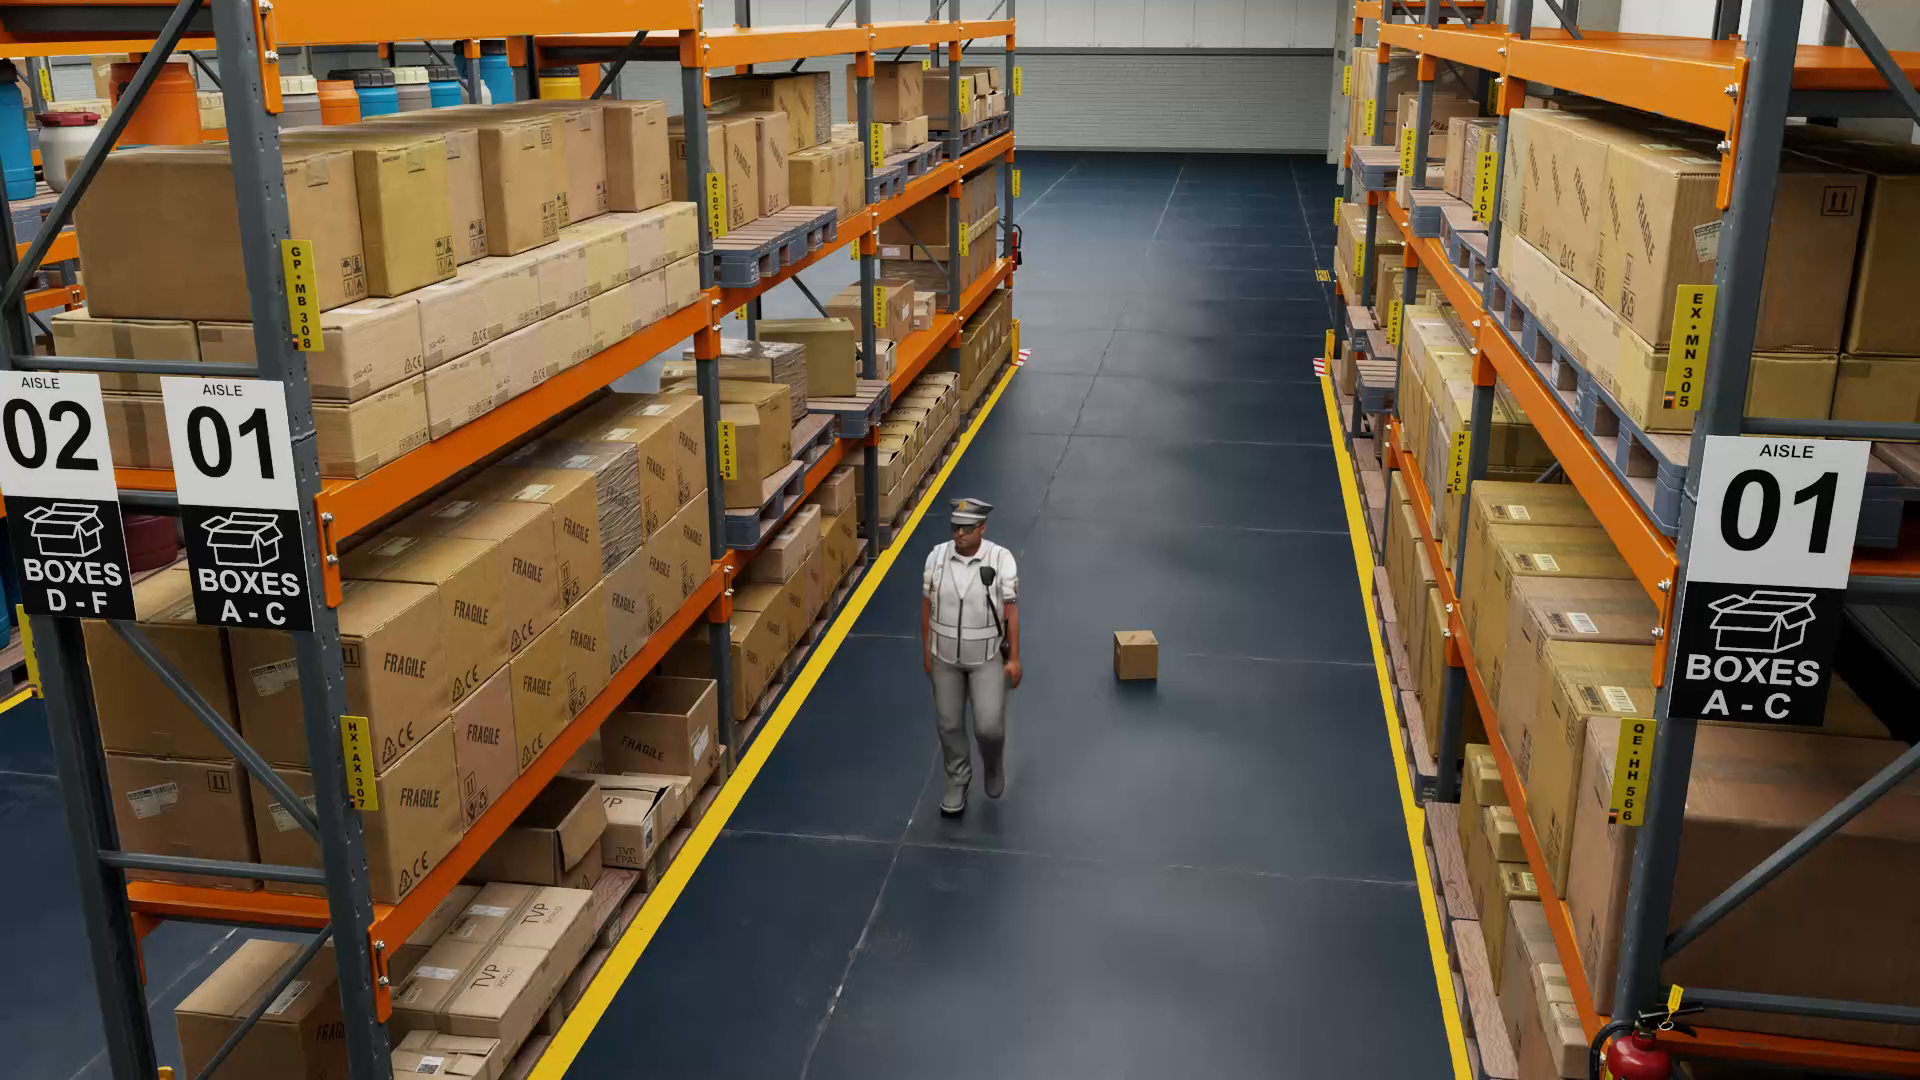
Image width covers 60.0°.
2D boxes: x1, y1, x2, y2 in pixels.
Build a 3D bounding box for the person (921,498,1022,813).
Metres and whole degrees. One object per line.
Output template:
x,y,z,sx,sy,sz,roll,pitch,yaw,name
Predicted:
0.049,0.619,9.000,0.567,1.775,0.491,5,18,14,person
